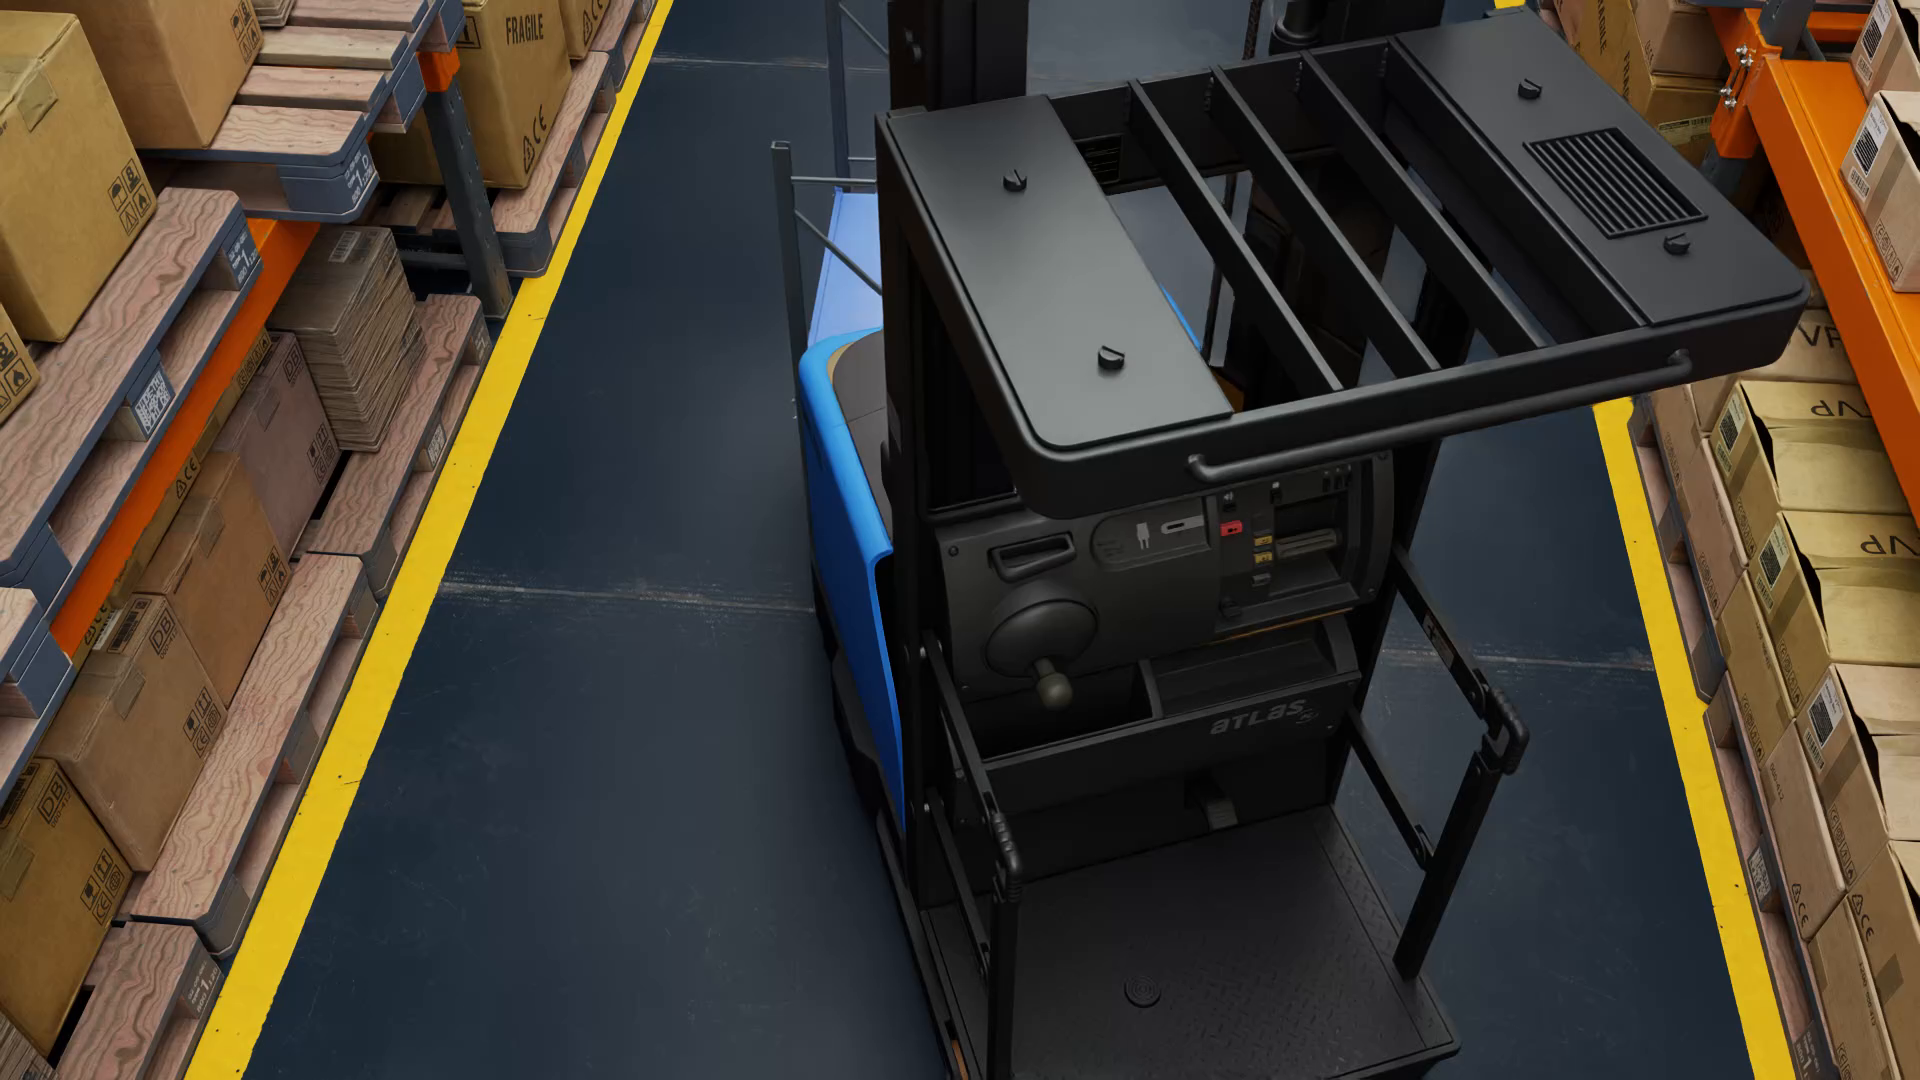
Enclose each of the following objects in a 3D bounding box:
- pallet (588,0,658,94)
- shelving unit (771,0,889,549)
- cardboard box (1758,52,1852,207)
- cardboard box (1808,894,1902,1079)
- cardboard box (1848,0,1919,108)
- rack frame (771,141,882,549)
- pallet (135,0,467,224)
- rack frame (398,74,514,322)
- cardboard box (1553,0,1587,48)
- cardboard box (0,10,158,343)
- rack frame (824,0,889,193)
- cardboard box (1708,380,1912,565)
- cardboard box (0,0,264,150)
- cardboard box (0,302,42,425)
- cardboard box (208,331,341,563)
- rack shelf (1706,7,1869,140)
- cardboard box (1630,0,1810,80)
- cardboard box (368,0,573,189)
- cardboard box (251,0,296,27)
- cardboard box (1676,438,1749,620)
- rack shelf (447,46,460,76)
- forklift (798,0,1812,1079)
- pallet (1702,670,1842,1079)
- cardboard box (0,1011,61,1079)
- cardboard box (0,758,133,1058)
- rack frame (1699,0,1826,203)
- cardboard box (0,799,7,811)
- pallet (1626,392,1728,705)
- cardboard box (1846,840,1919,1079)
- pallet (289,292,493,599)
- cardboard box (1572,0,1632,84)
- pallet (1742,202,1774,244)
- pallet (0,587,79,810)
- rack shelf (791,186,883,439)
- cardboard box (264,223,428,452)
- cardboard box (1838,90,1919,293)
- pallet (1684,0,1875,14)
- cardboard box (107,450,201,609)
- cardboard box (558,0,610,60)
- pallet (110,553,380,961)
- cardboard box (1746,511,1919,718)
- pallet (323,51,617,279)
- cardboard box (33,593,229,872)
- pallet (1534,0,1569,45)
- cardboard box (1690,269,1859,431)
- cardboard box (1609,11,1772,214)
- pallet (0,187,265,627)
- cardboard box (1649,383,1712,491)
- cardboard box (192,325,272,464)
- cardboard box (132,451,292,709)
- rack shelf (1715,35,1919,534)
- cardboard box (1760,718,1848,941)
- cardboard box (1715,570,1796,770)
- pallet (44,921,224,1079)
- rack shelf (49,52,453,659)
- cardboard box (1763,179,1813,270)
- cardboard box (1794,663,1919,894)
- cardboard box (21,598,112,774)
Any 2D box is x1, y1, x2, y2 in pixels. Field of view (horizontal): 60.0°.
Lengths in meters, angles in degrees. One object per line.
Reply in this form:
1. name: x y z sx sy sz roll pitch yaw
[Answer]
1. pallet: -1.866 -2.403 7.305 1.003 0.211 1.213 4 48 4
2. shelving unit: -0.183 -0.834 4.997 0.538 1.500 1.048 3 48 2
3. cardboard box: 3.175 -1.551 6.032 0.500 0.500 0.500 2 48 2
4. cardboard box: 2.286 1.108 3.783 0.500 0.250 0.500 5 48 4
5. cardboard box: 2.731 -1.251 4.422 0.500 0.311 0.500 7 48 6
6. rack frame: -0.216 -0.460 4.654 0.500 1.500 0.032 3 48 2
7. pallet: -2.085 -1.281 4.518 1.213 0.211 1.003 4 48 4
8. rack frame: -2.126 -1.876 4.933 1.000 3.000 0.127 4 48 4
9. cardboard box: 2.748 -2.320 6.735 0.500 0.500 0.500 2 48 2
10. cardboard box: -2.250 -0.795 3.579 0.700 0.500 0.500 4 48 4
11. rack frame: -0.151 -1.209 5.339 0.500 1.500 0.032 3 48 2
12. cardboard box: 2.428 -0.197 4.596 0.500 0.311 0.500 3 48 3
13. cardboard box: -2.183 -1.300 4.040 0.700 0.500 0.500 0 48 0
14. cardboard box: -2.323 -0.387 3.205 0.700 0.500 0.500 10 48 9
15. cardboard box: -2.303 -0.278 4.867 0.700 0.500 0.500 4 48 3
16. rack shelf: 2.989 -2.773 6.241 1.077 0.370 4.000 4 48 4
17. cardboard box: 2.660 -1.848 5.795 0.500 0.250 0.500 6 48 5
18. cardboard box: -1.929 -1.824 6.058 0.750 0.750 0.750 3 48 3
19. cardboard box: -2.159 -1.712 4.417 0.700 0.500 0.500 -1 48 -1
20. cardboard box: 2.422 -0.025 4.819 0.500 0.250 0.500 3 48 2
21. rack shelf: -1.944 -3.103 6.543 1.077 0.370 4.000 4 48 4
22. forklift: 0.479 0.165 3.113 1.130 2.935 3.031 -12 49 -11
23. pallet: 2.580 0.892 4.291 1.003 0.211 1.213 4 48 4
24. cardboard box: -2.440 1.216 3.501 0.700 0.500 0.500 5 48 5
25. cardboard box: -2.443 0.833 3.851 0.700 0.500 0.500 3 48 3
26. rack frame: 2.807 -1.546 4.631 1.000 3.000 0.127 4 48 4
27. cardboard box: -2.404 0.639 3.520 0.500 0.250 0.500 3 48 3
28. pallet: 2.693 -0.002 5.109 1.003 0.211 1.213 4 48 4
29. cardboard box: 2.283 0.924 3.571 0.500 0.311 0.500 4 48 3
30. pallet: -2.199 -0.361 5.437 1.003 0.211 1.213 4 48 4
31. cardboard box: 2.706 -1.934 6.382 0.500 0.500 0.500 2 48 2
32. pallet: 2.913 -1.151 6.159 1.003 0.211 1.213 4 48 4
33. pallet: -2.276 0.576 2.820 1.003 0.211 1.213 4 48 4
34. rack shelf: -0.183 -0.713 5.129 0.538 0.185 1.000 3 48 2
35. cardboard box: -2.140 -0.648 5.206 0.700 0.500 0.500 4 48 4
36. cardboard box: 2.533 -0.872 4.075 0.500 0.311 0.500 3 48 3
37. pallet: 2.799 -1.984 5.162 1.213 0.211 1.003 4 48 4
38. cardboard box: -2.296 -0.109 4.204 0.500 0.250 0.500 4 48 3
39. cardboard box: -1.842 -2.467 6.646 0.750 0.750 0.750 4 48 3
40. pallet: -2.313 0.533 4.619 1.003 0.211 1.213 4 48 4
41. cardboard box: 2.379 0.178 4.254 0.500 0.311 0.500 3 48 2
42. pallet: -1.979 -1.509 6.487 1.003 0.211 1.213 4 48 4
43. cardboard box: -2.356 0.461 4.191 0.700 0.500 0.500 4 48 4
44. pallet: 3.027 -2.045 6.977 1.003 0.211 1.213 4 48 4
45. cardboard box: 2.467 -0.584 4.950 0.500 0.311 0.500 5 48 5
46. cardboard box: 2.659 -1.554 6.034 0.500 0.500 0.500 6 48 5
47. pallet: -2.266 -0.354 3.671 1.003 0.211 1.213 4 48 4
48. cardboard box: 2.467 -0.394 5.157 0.500 0.250 0.500 4 48 3
49. cardboard box: -2.254 -0.487 4.550 0.500 0.250 0.500 5 48 4
50. cardboard box: -2.320 0.089 4.531 0.700 0.500 0.500 4 48 3
51. rack shelf: 2.625 0.167 3.552 1.077 0.370 4.000 4 48 4
52. cardboard box: 2.334 0.734 4.124 0.500 0.250 0.500 5 48 4
53. cardboard box: 2.381 0.357 4.469 0.500 0.250 0.500 3 48 2
54. pallet: -2.421 1.432 3.797 1.003 0.211 1.213 4 48 4
55. rack shelf: -2.308 -0.164 3.854 1.077 0.370 4.000 4 48 4
56. cardboard box: 3.133 -1.166 5.679 0.500 0.500 0.500 6 48 5
57. cardboard box: 2.333 0.555 3.908 0.500 0.311 0.500 3 48 3
58. cardboard box: -2.360 0.257 3.870 0.500 0.250 0.500 3 48 2
